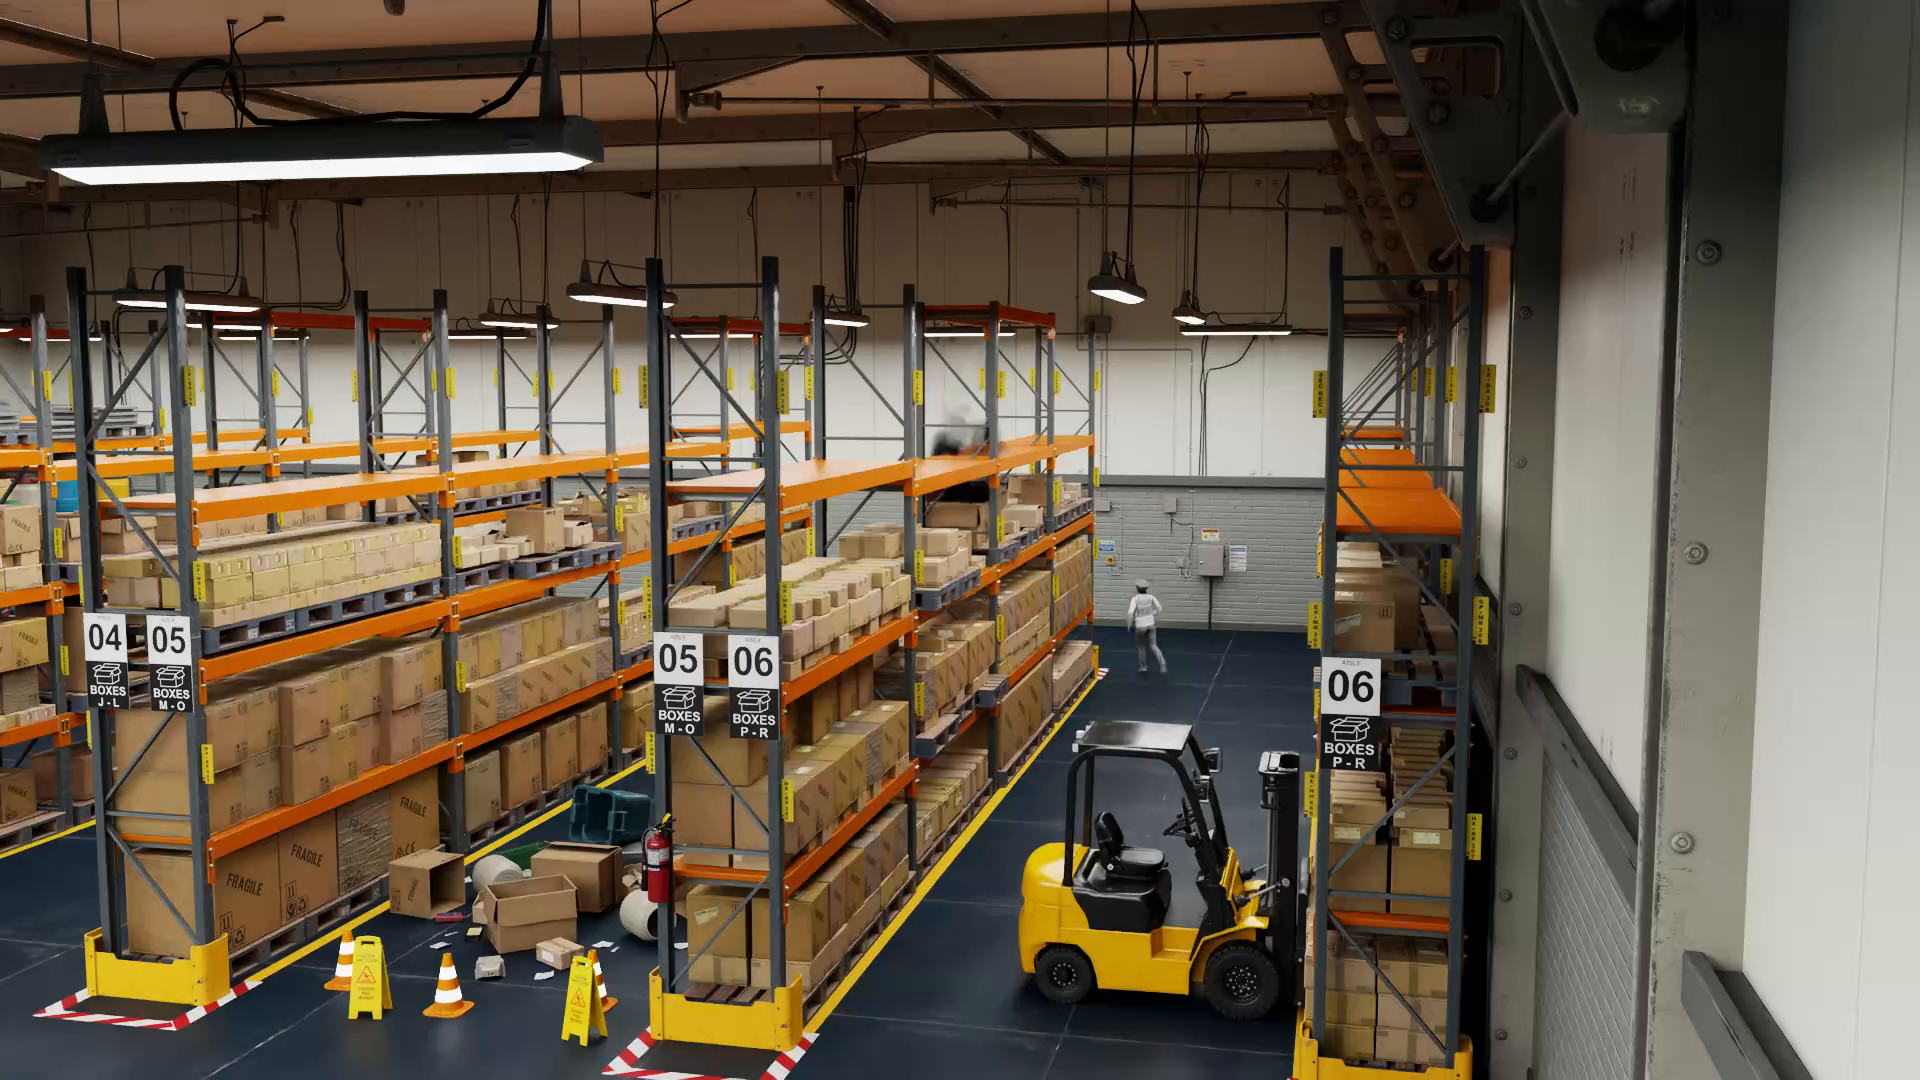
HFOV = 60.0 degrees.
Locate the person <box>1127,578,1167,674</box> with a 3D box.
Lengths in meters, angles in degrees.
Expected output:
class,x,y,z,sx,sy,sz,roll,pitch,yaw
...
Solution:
class,x,y,z,sx,sy,sz,roll,pitch,yaw
person,3.103,1.469,28.244,0.673,1.644,0.937,-1,6,-14
